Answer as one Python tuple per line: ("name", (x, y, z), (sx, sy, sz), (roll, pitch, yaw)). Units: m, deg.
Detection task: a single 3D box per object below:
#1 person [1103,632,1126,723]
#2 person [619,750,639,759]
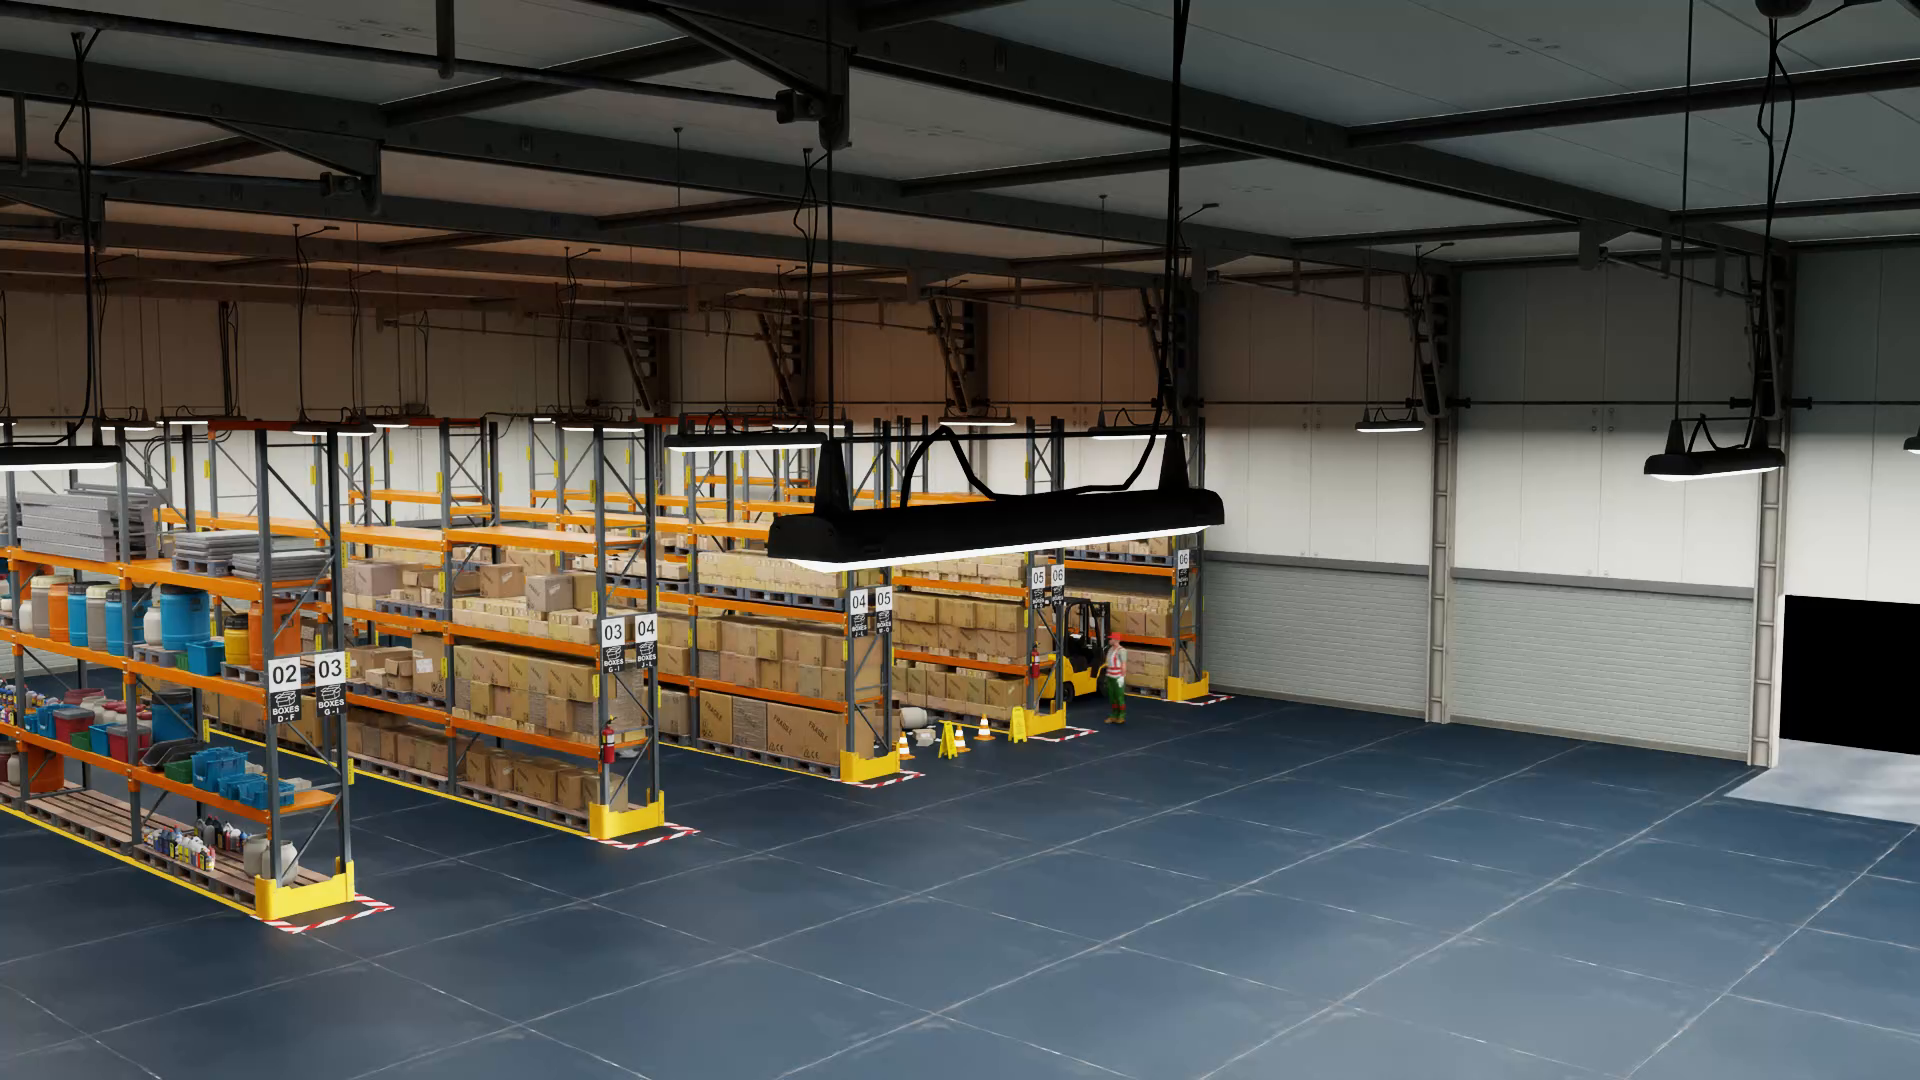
("person", (3.061, 2.714, 32.795), (0.361, 1.807, 0.593), (-4, 6, -38))
("person", (-5.944, 2.996, 29.625), (0.450, 1.768, 0.633), (-2, 5, -18))
